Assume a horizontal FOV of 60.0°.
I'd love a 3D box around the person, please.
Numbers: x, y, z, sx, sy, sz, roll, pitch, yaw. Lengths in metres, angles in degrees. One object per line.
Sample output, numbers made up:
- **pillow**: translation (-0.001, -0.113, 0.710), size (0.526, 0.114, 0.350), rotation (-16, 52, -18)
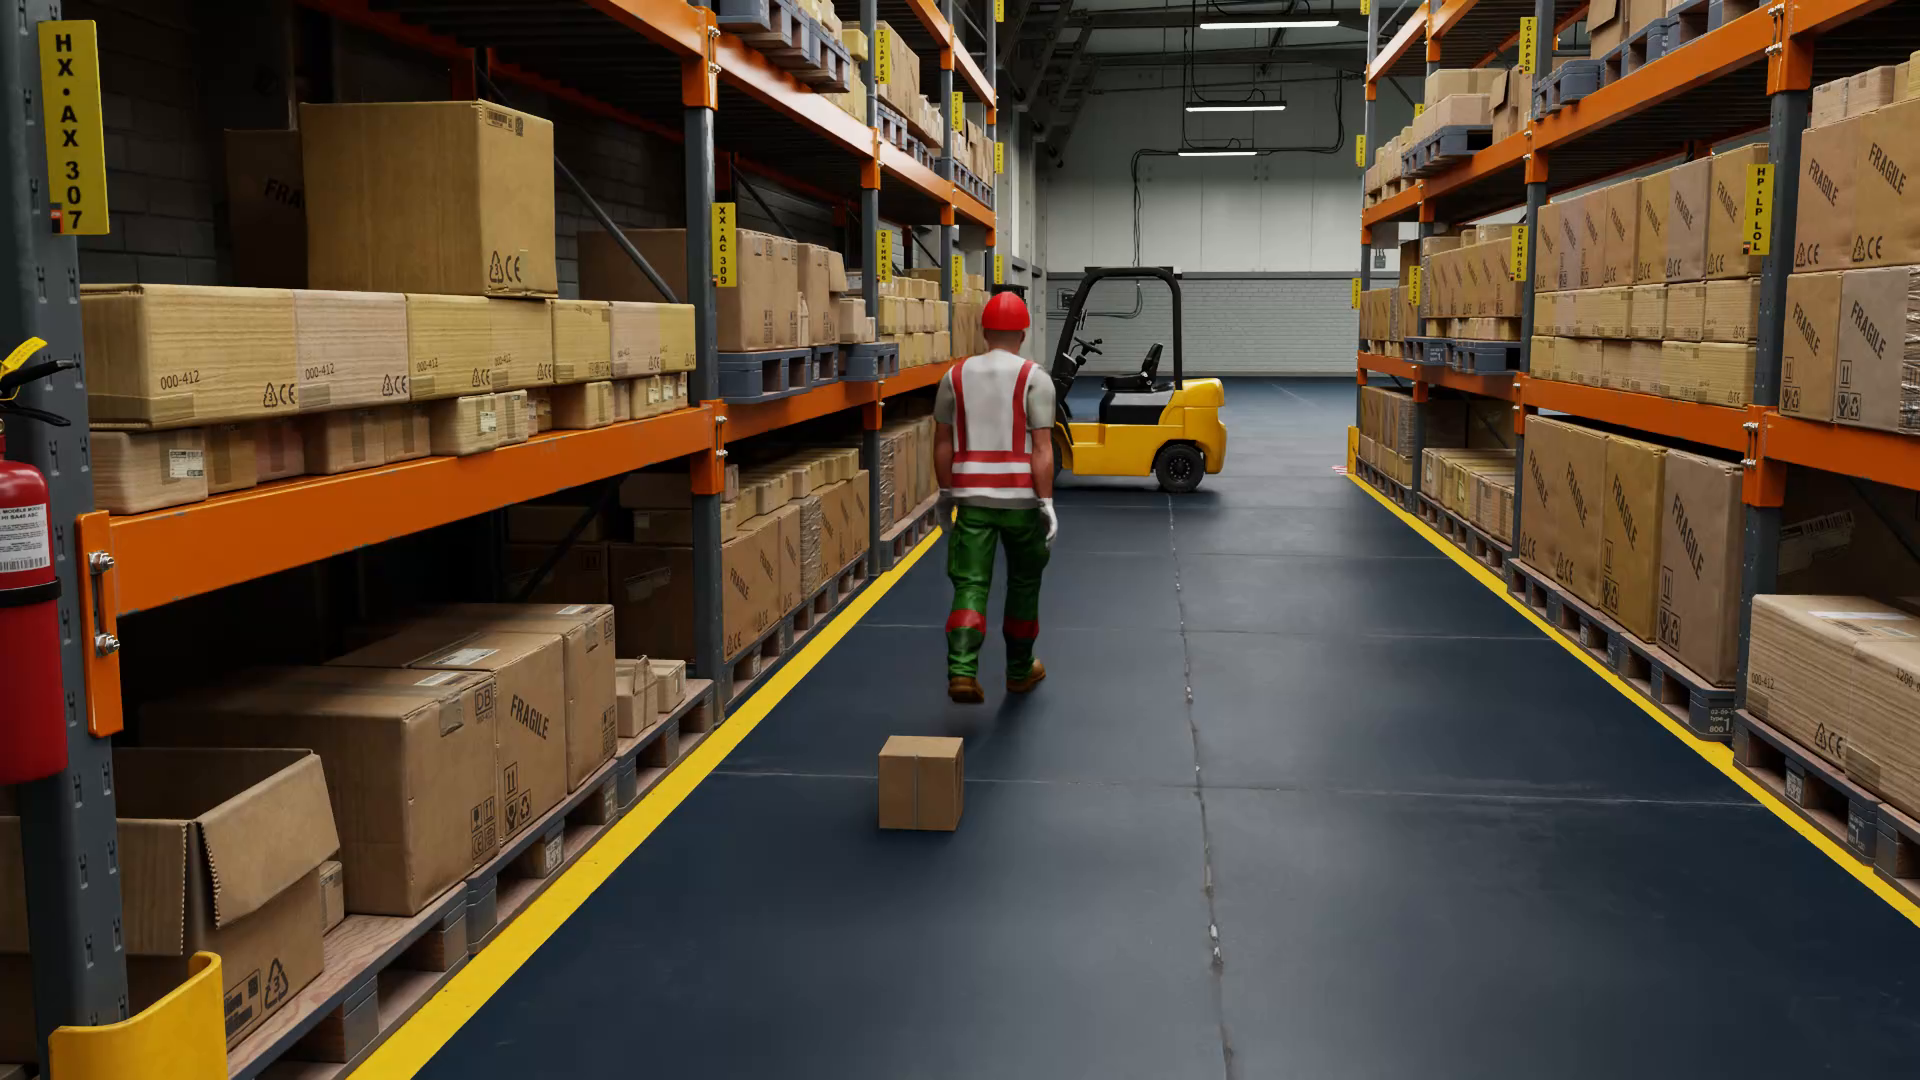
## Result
- **person**: translation (0.141, -0.164, 6.995), size (0.576, 1.750, 1.043), rotation (2, 8, 13)
